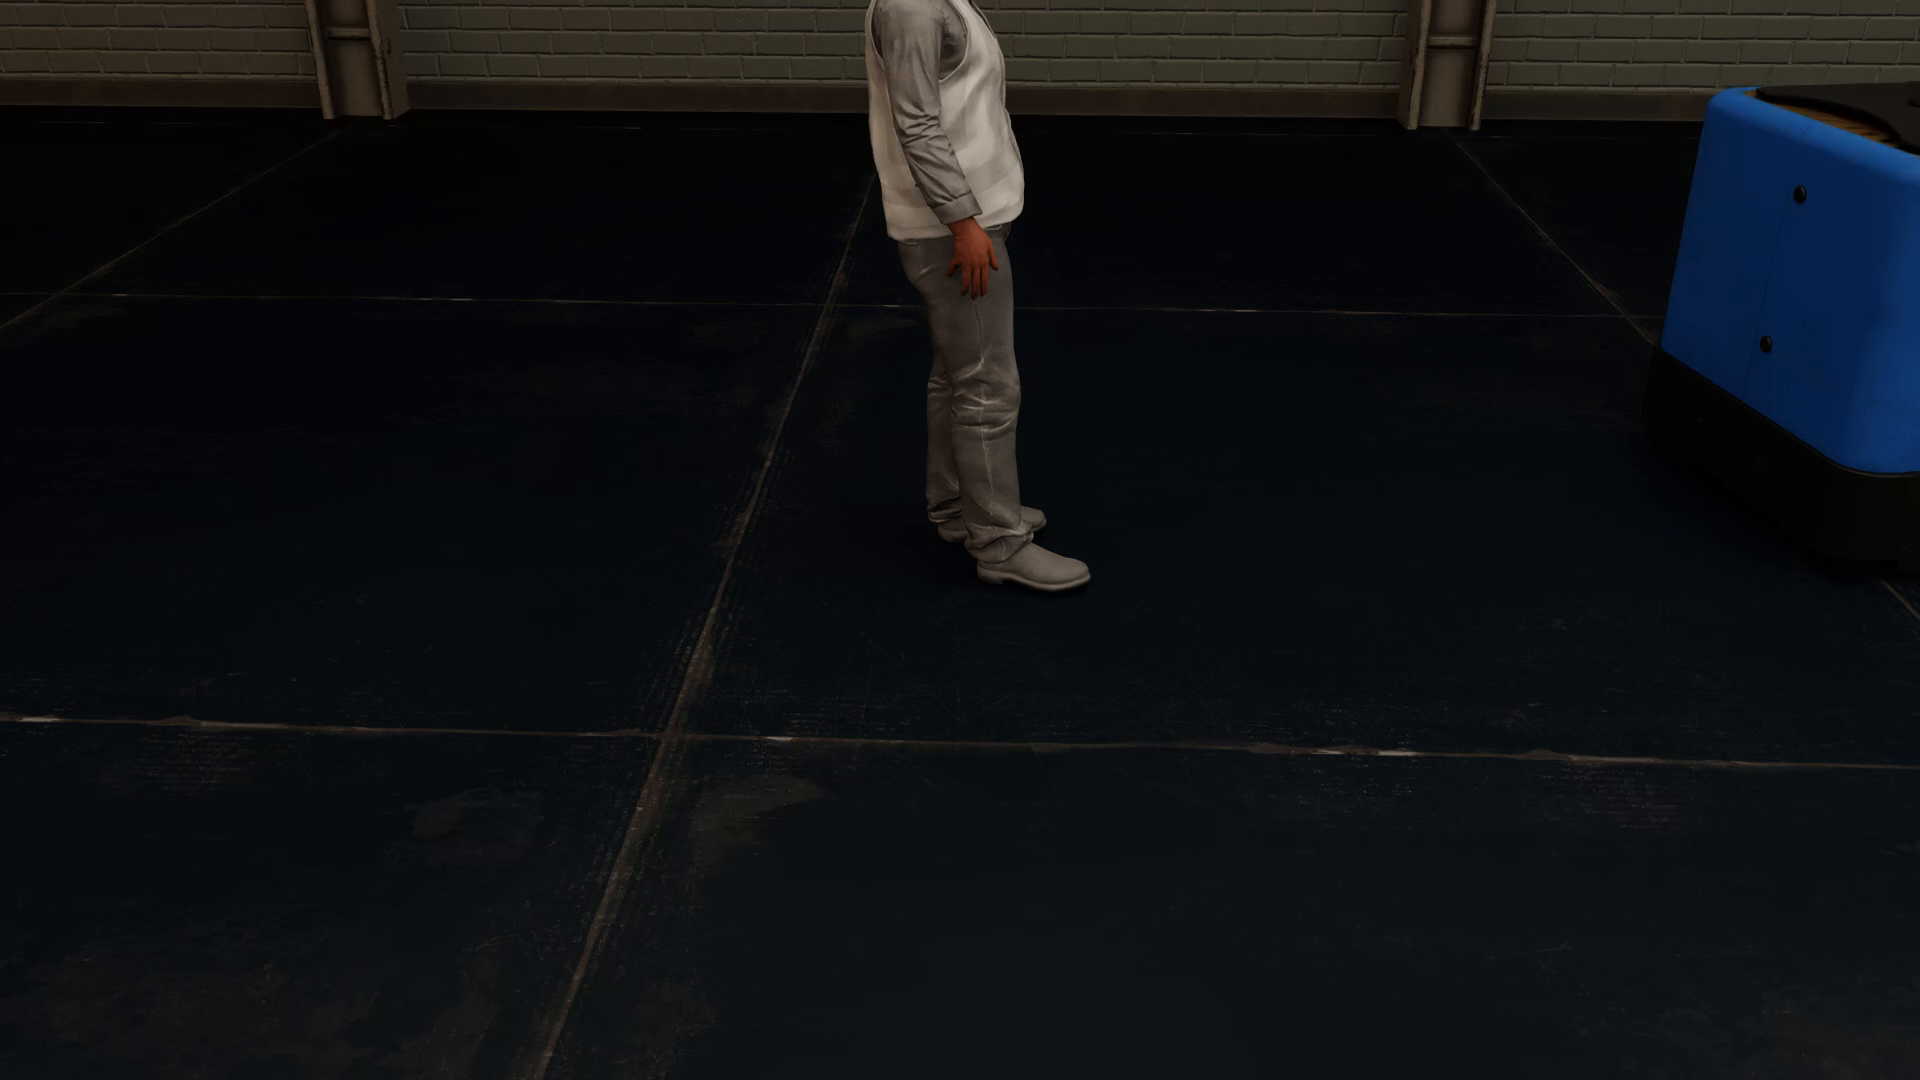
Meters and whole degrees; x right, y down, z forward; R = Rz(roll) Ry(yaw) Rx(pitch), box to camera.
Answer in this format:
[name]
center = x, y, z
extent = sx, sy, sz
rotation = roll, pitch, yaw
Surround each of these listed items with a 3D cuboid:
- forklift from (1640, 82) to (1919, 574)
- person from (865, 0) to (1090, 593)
[forklift]
center = 3.645, -1.512, 4.273
extent = 3.031, 2.935, 1.130
rotation = -4, 26, -7
[person]
center = 0.063, -0.798, 4.117
extent = 0.566, 1.775, 0.634
rotation = 1, 26, 2
